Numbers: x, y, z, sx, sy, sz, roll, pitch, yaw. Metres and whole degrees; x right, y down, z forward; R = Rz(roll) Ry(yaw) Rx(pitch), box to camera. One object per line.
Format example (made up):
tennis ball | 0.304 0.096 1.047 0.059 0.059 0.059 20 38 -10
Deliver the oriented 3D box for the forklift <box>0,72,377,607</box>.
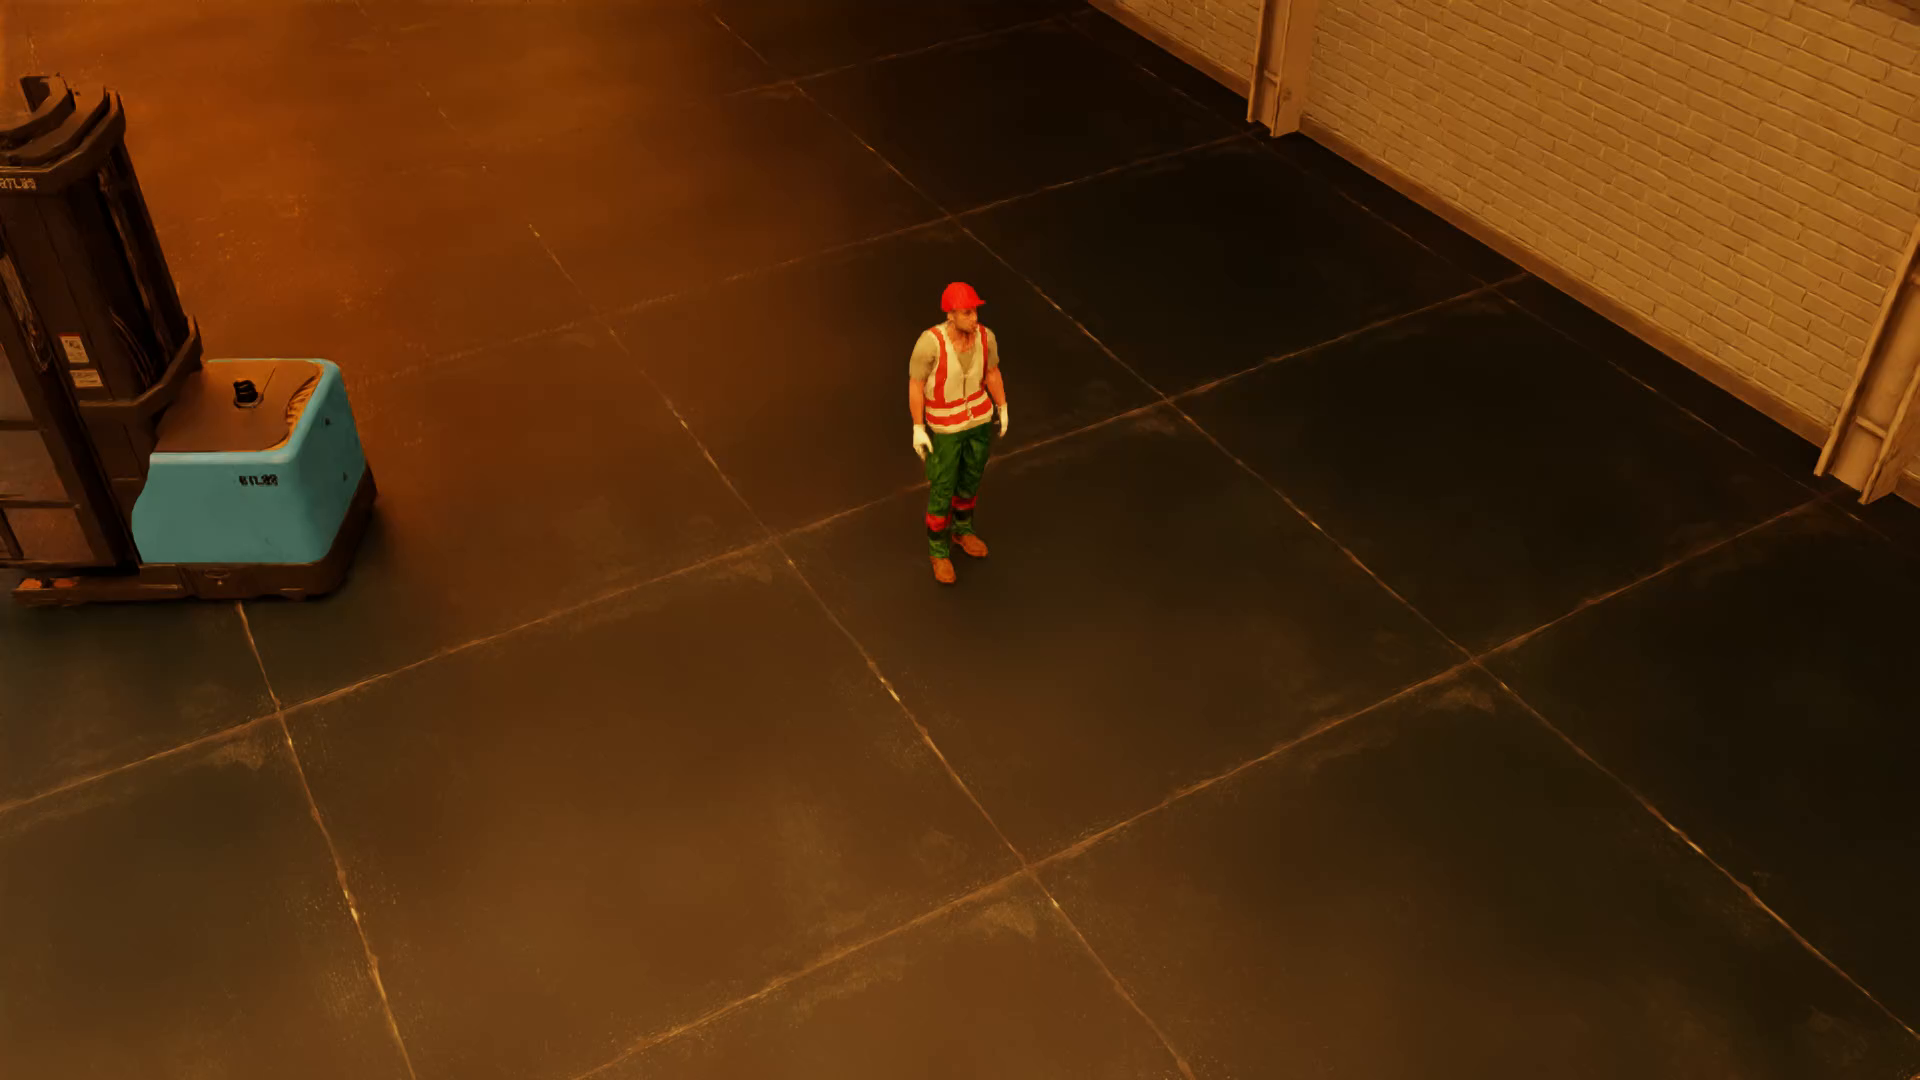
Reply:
forklift | -5.212 -1.075 9.332 3.031 2.935 1.130 0 40 -1

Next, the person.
person | 0.031 -0.646 9.699 0.637 1.787 0.563 -20 44 -23
